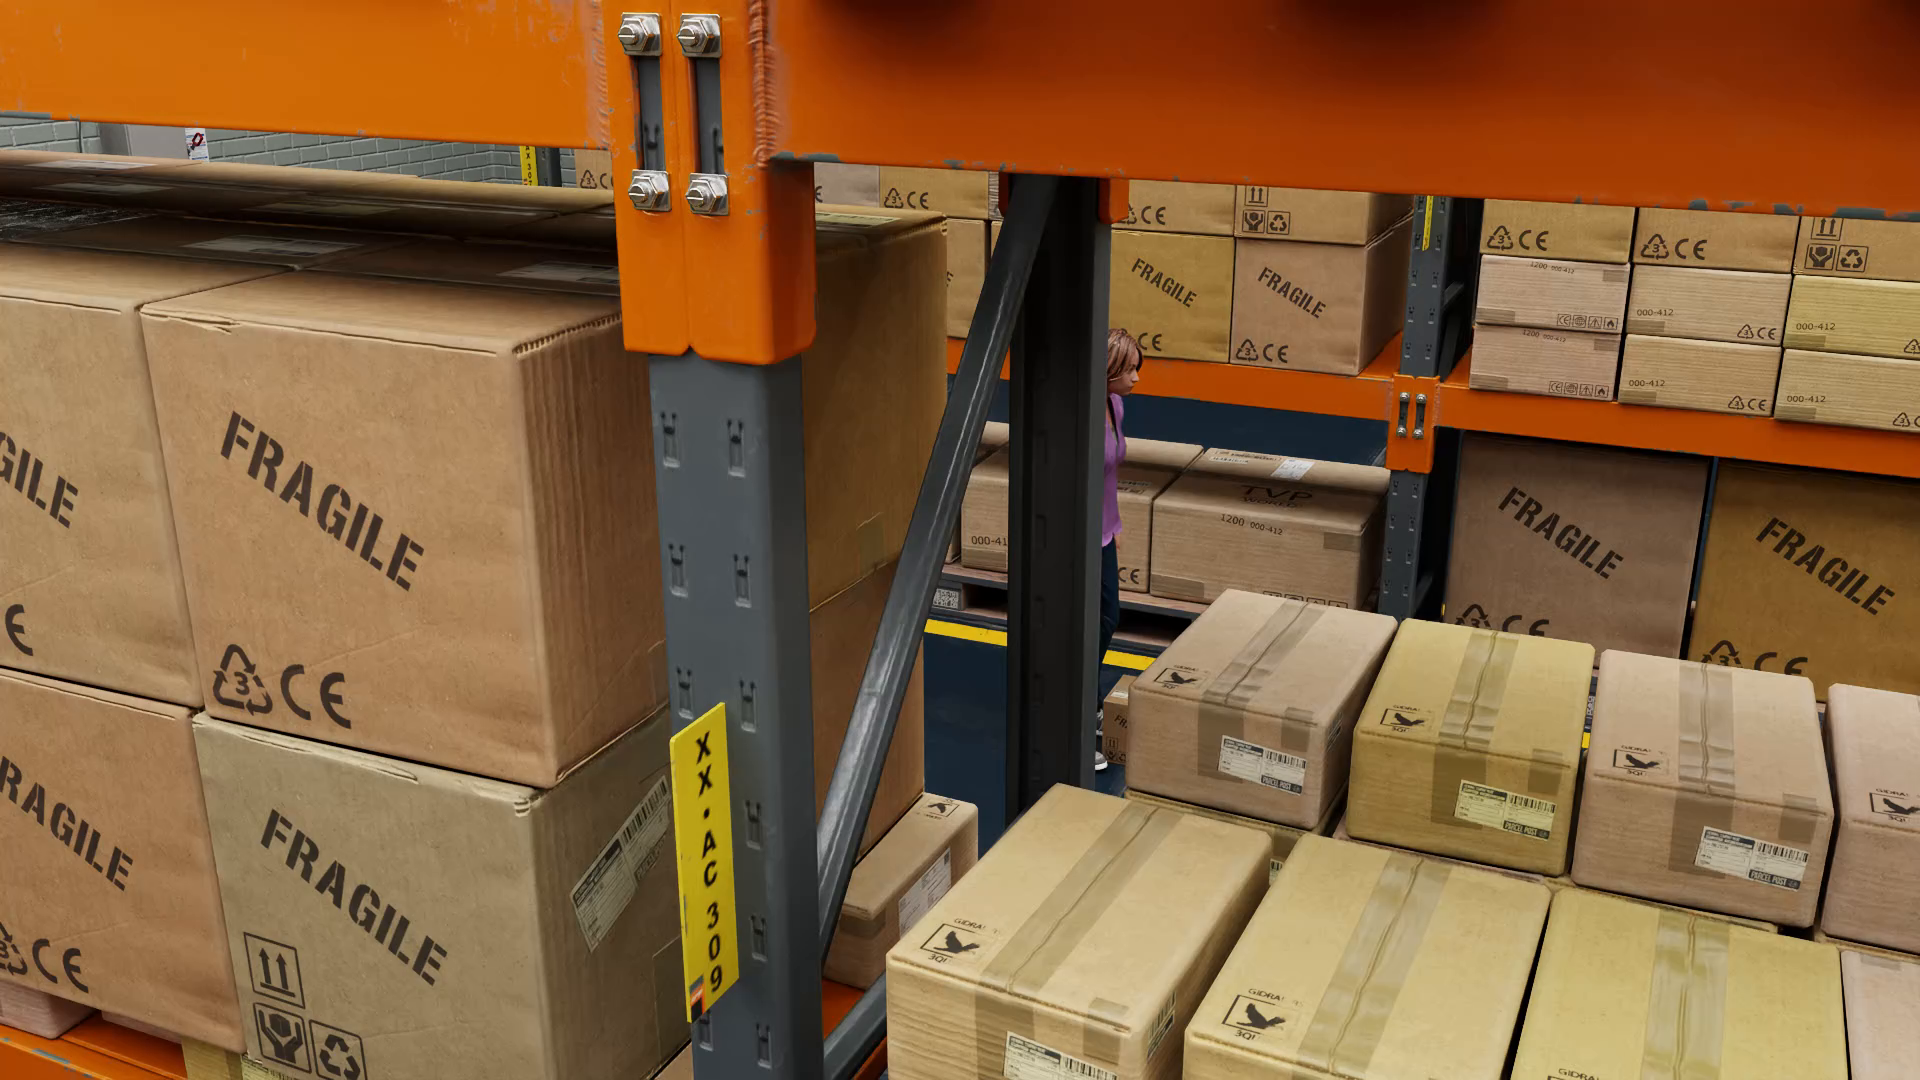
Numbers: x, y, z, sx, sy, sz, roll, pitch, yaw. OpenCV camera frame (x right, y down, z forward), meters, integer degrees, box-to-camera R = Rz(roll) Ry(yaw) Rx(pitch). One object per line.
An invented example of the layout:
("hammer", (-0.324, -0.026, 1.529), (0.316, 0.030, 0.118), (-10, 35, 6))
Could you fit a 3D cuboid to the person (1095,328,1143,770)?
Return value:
("person", (0.459, 0.018, 6.035), (0.345, 1.591, 0.460), (8, 21, 22))
